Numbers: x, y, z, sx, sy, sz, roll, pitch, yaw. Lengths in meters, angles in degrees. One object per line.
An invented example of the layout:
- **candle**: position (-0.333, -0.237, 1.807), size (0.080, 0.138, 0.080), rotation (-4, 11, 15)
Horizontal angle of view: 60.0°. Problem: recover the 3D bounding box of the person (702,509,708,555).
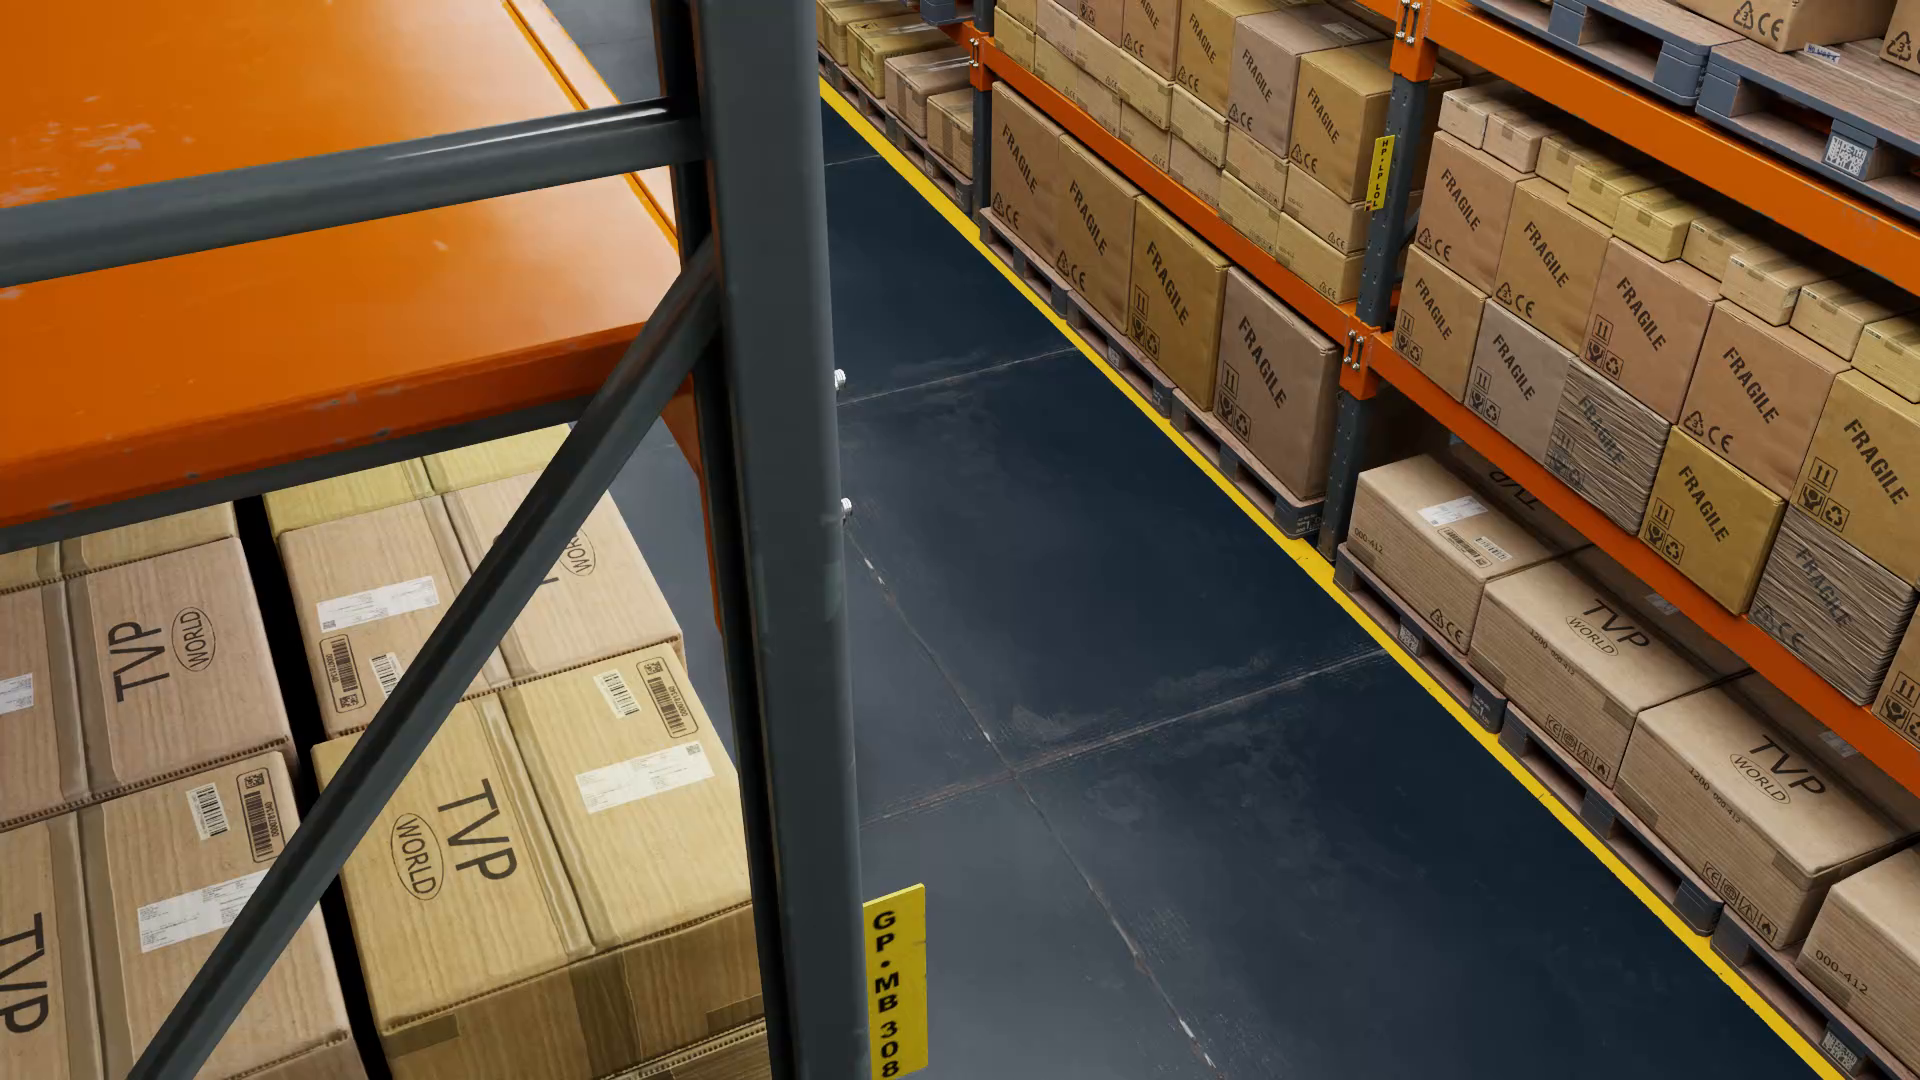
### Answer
- **person**: position (-0.791, -0.017, 6.887), size (0.566, 1.729, 0.396), rotation (-17, 40, -21)
